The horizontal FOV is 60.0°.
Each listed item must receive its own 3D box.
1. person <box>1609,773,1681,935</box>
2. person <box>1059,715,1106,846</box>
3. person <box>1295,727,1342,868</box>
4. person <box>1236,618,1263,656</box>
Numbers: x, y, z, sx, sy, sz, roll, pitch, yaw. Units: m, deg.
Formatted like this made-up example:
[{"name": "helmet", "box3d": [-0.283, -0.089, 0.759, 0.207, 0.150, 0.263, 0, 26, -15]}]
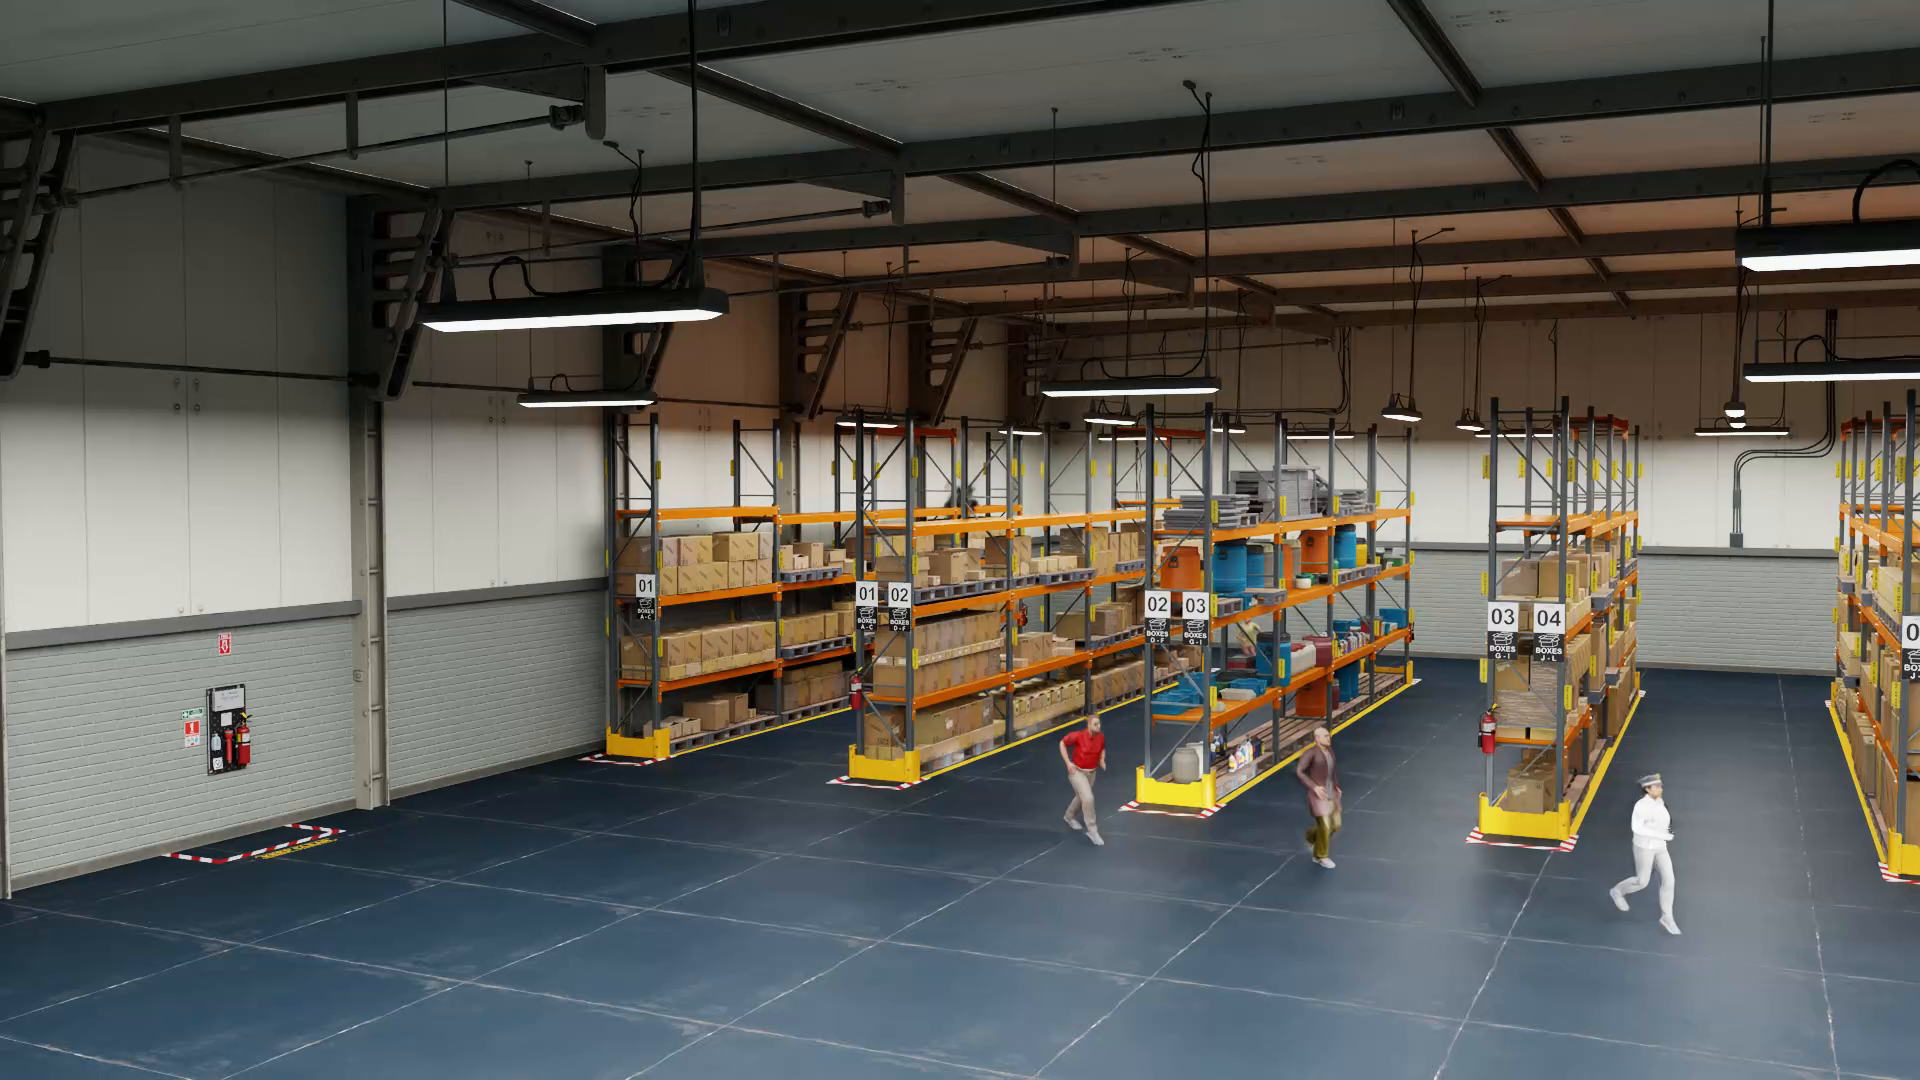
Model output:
[{"name": "person", "box3d": [7.545, 3.406, 18.275, 0.647, 1.738, 0.895, -2, 3, -33]}, {"name": "person", "box3d": [1.664, 3.209, 22.585, 0.695, 1.723, 1.008, -2, 3, -34]}, {"name": "person", "box3d": [4.531, 3.248, 21.129, 0.730, 1.752, 0.628, -2, 3, -37]}, {"name": "person", "box3d": [6.876, 2.534, 39.591, 0.604, 1.608, 0.513, 1, 3, 18]}]
